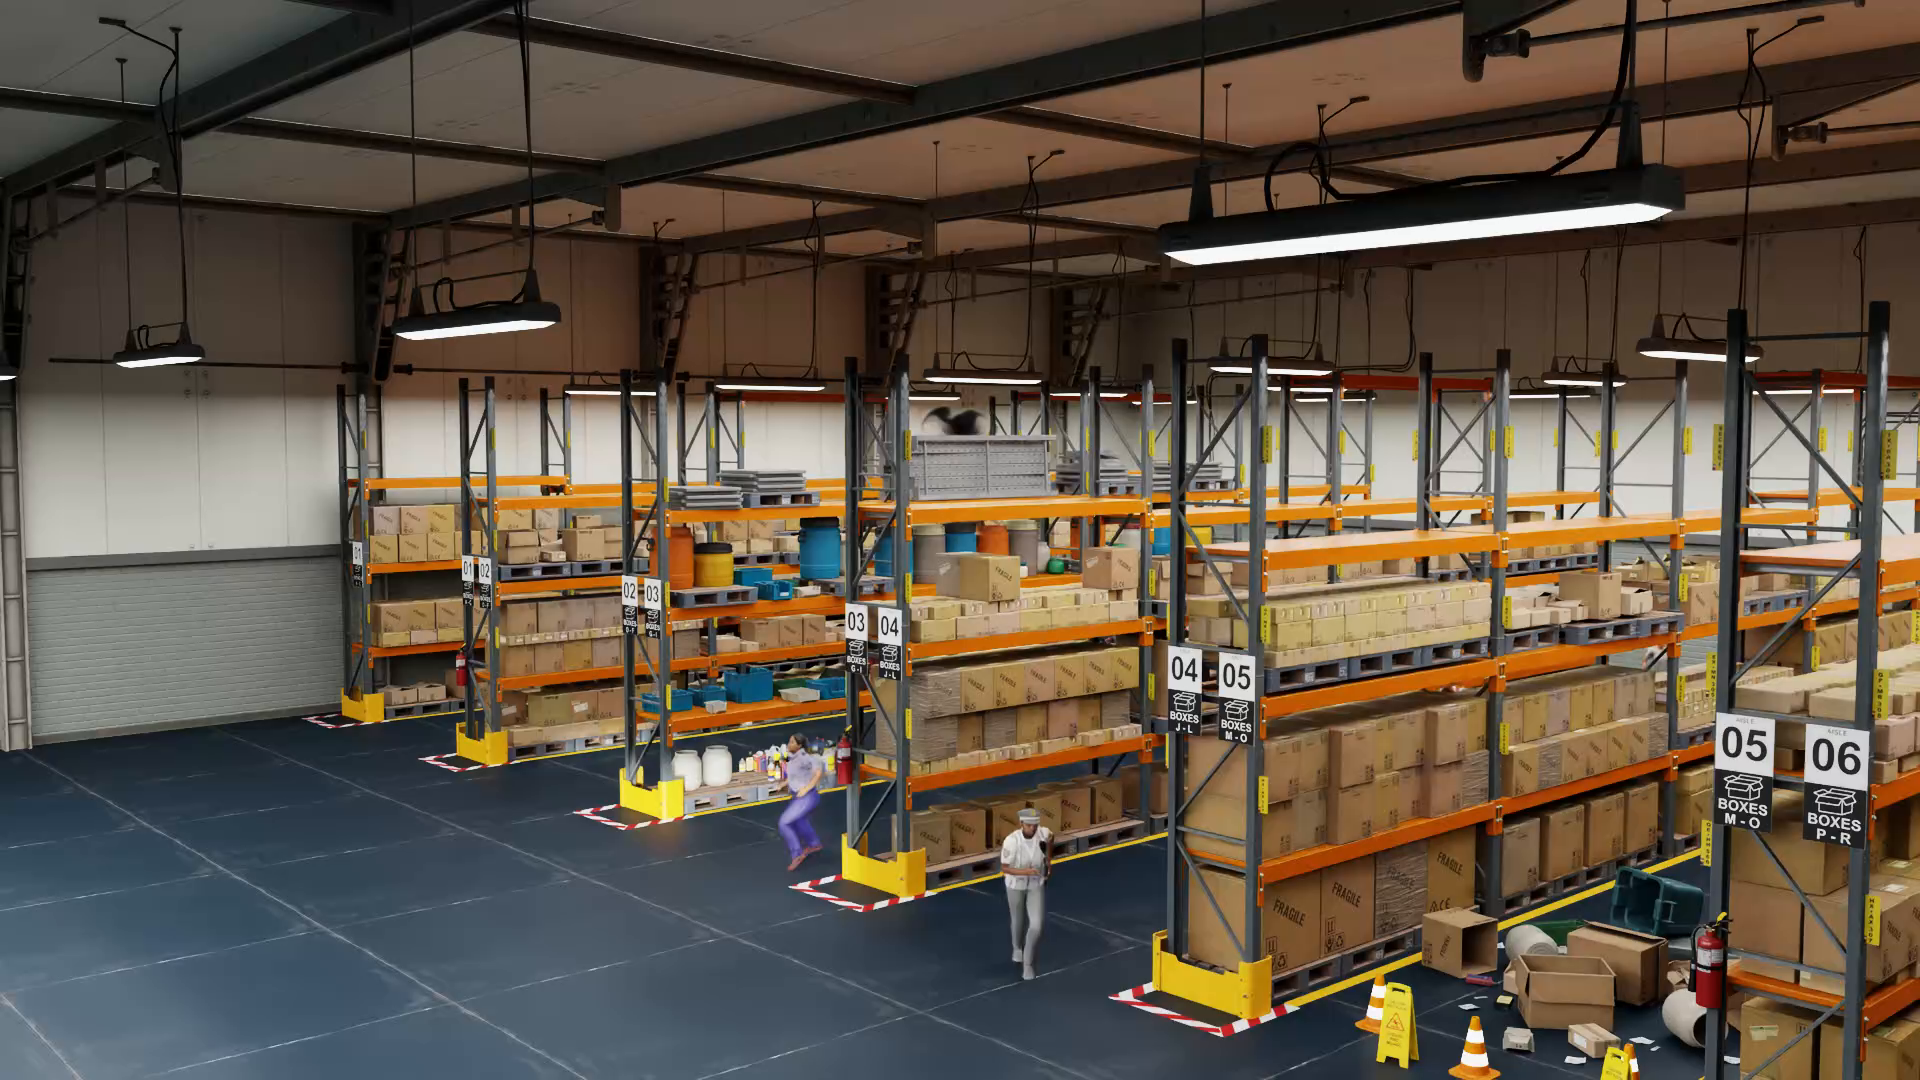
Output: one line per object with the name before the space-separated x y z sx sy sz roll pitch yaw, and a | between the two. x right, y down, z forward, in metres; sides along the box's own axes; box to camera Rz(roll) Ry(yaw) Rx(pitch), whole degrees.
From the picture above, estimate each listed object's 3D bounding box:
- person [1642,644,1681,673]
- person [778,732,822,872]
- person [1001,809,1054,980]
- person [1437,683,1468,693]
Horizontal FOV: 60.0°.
person | 12.257 2.443 29.061 0.608 1.678 0.836 0 4 -1
person | -1.884 3.082 19.808 0.699 1.622 0.815 -2 4 -23
person | 0.640 3.337 15.776 0.566 1.714 0.865 -1 4 -8
person | 7.304 2.743 24.167 1.047 1.730 0.687 -3 5 -40
